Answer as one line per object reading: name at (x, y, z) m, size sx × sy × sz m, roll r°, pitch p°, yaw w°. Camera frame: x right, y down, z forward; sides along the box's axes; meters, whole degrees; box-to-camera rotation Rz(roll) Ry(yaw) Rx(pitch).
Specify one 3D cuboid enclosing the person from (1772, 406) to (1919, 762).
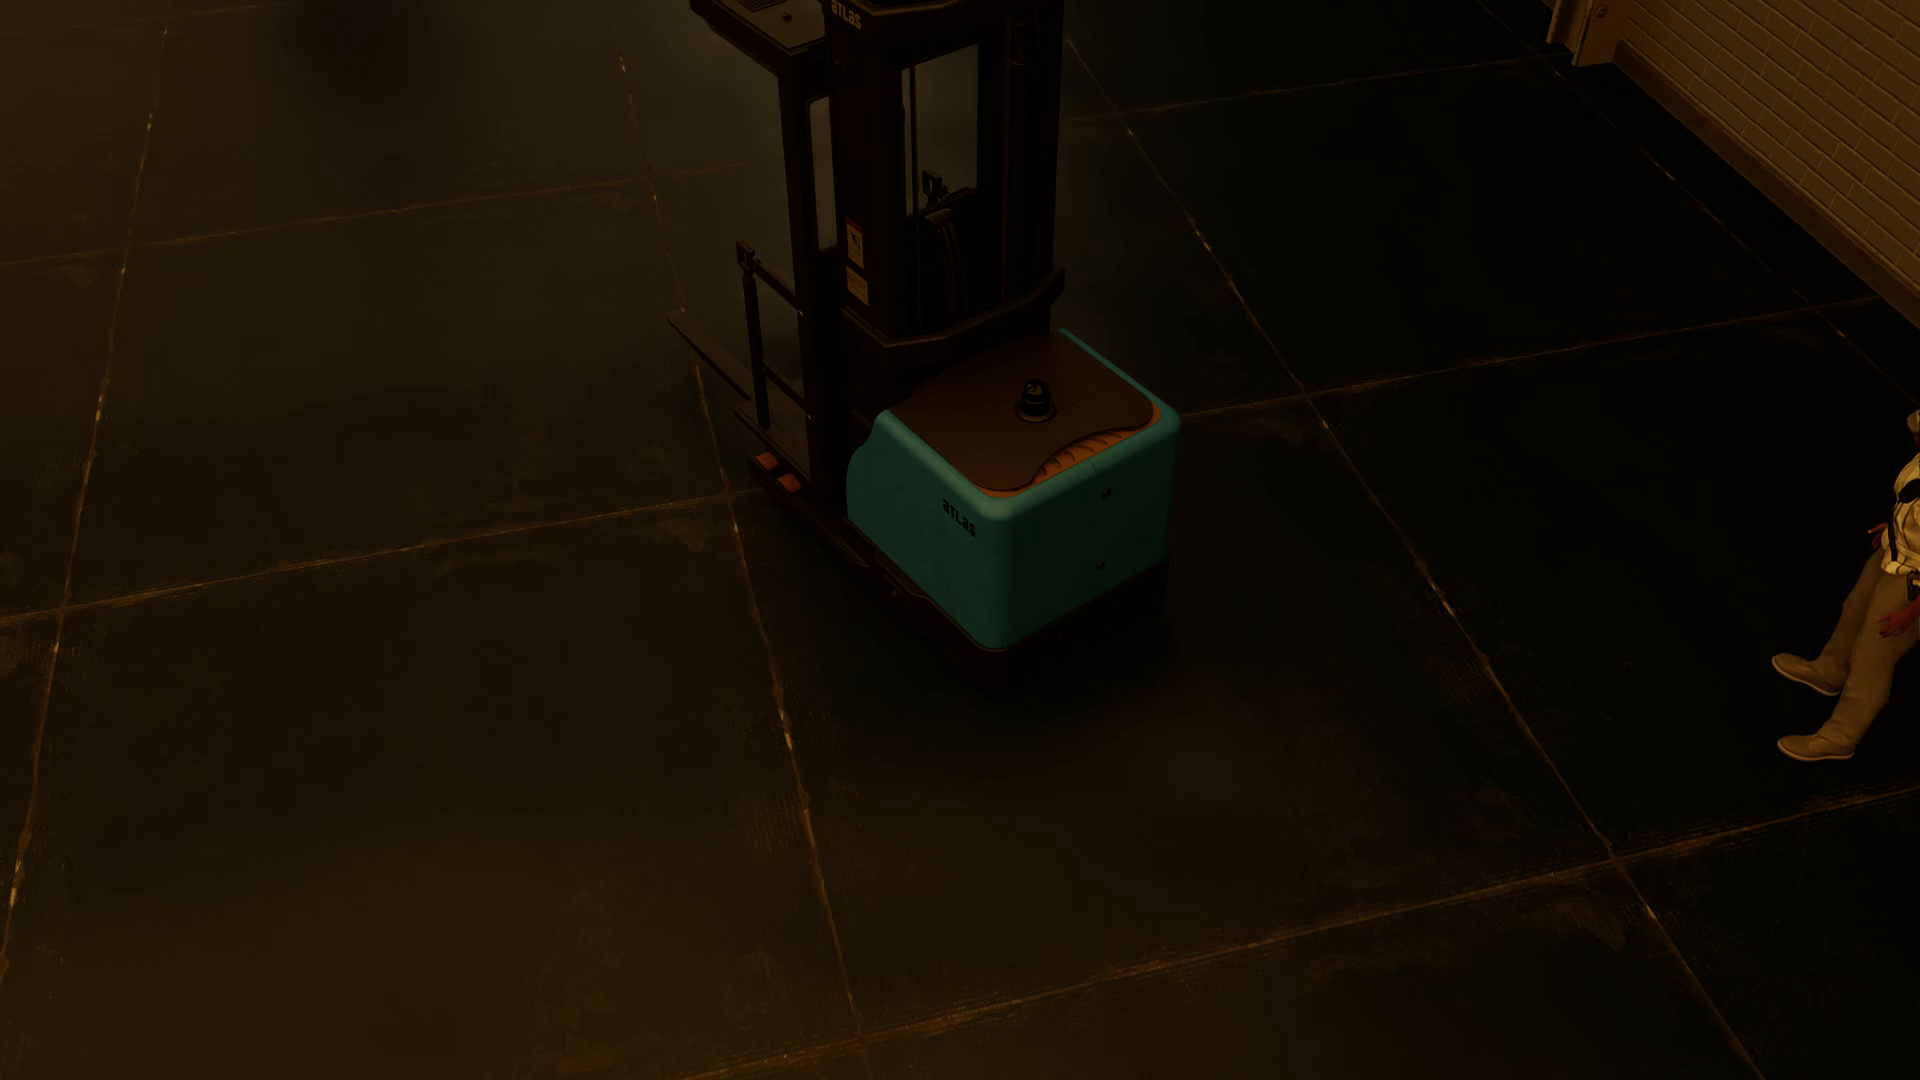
person at (3.627, 0.135, 6.433) m, size 0.430 × 1.664 × 0.620 m, roll 16°, pitch 46°, yaw 16°

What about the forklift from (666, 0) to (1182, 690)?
forklift at (-0.366, -1.399, 7.126) m, size 1.130 × 2.935 × 3.031 m, roll -27°, pitch 50°, yaw -26°
